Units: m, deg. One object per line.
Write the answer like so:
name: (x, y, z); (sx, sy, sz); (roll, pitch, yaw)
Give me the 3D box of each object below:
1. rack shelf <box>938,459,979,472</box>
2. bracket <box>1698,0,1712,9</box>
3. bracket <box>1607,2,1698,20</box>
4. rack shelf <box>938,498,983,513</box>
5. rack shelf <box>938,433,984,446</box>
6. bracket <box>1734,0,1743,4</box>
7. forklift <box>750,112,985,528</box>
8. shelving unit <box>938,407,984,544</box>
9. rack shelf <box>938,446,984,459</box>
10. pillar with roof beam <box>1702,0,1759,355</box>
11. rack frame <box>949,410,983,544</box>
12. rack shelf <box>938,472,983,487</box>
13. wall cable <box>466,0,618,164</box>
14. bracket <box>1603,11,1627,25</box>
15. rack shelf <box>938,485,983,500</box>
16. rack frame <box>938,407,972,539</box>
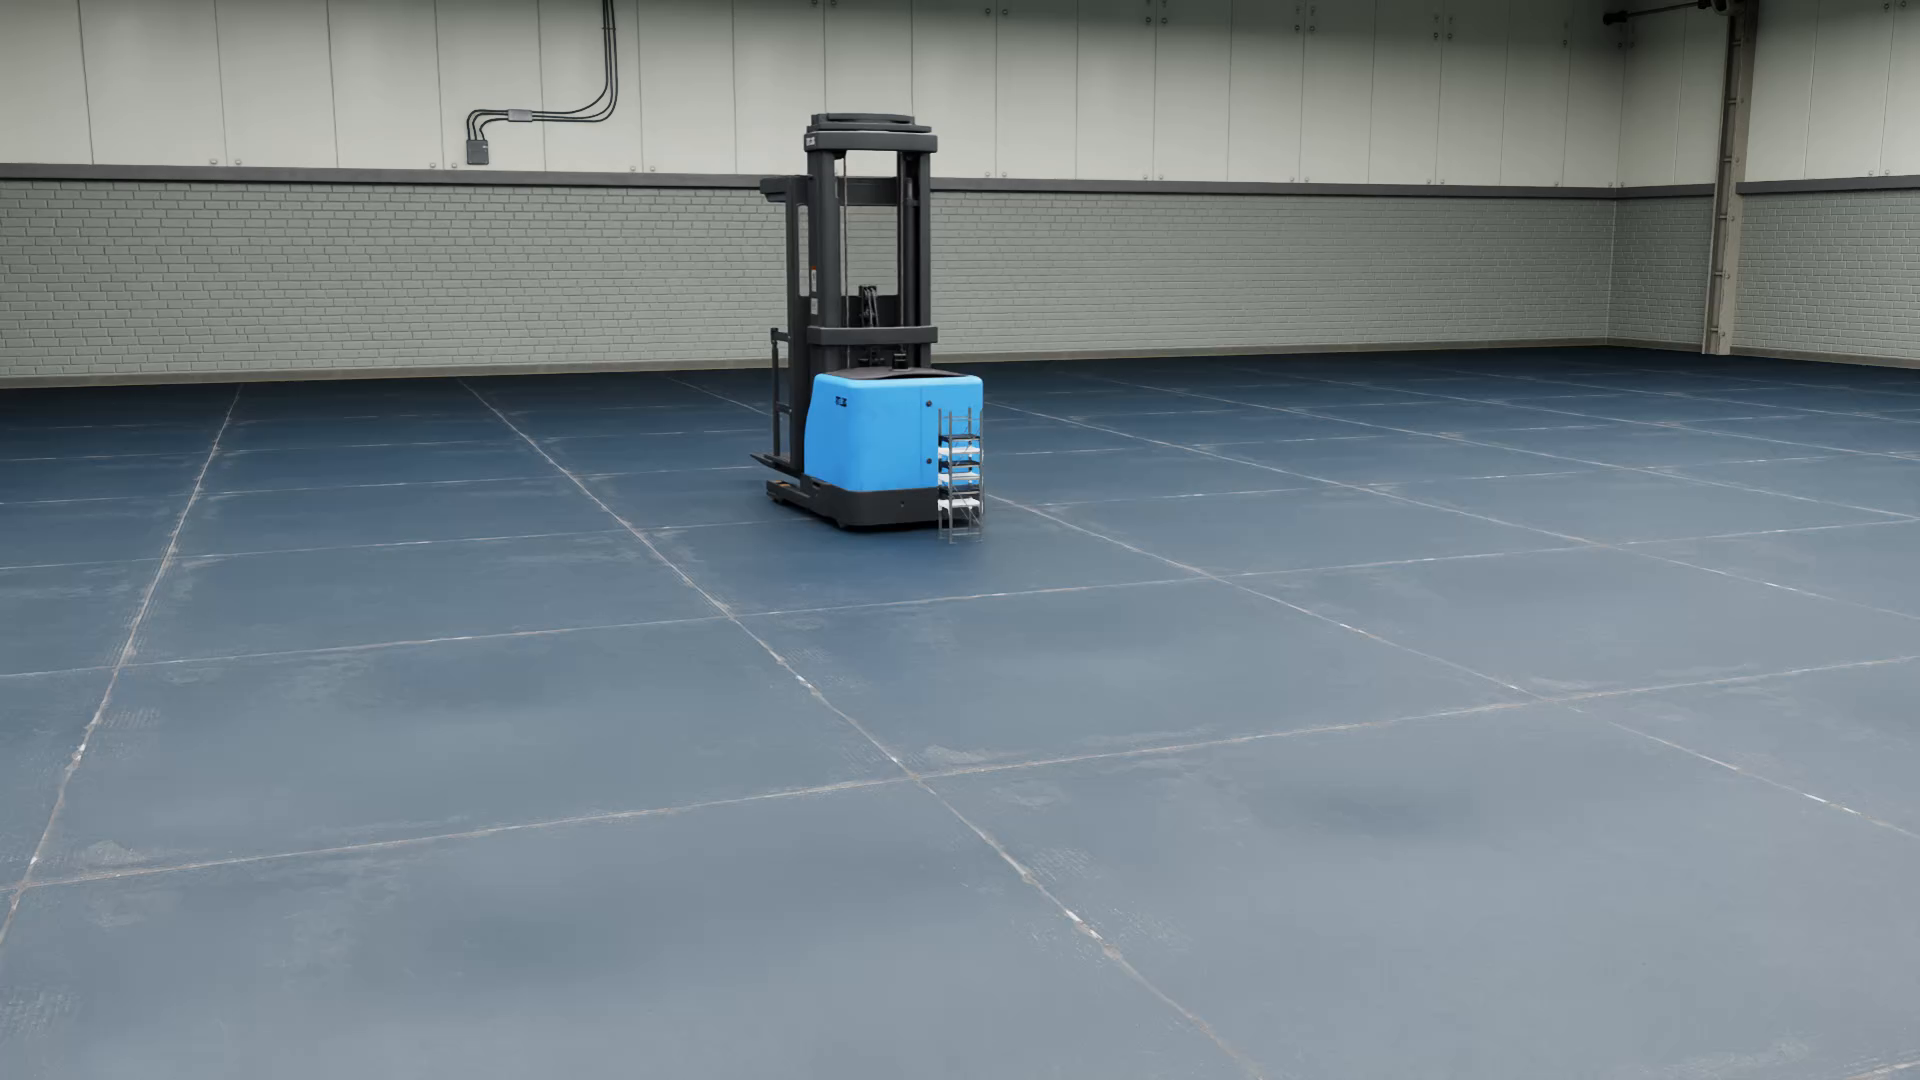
rack shelf: (0.003, -0.498, 11.324); (0.258, 0.077, 0.200); (-4, 11, -21)
bracket: (13.506, -9.687, 29.907); (0.235, 0.232, 0.430); (-4, 11, -21)
bracket: (12.861, -9.978, 31.540); (0.076, 0.066, 3.189); (-4, 11, -21)
rack shelf: (0.003, -0.232, 11.371); (0.258, 0.077, 0.200); (-4, 11, -21)
rack shelf: (0.003, -0.675, 11.292); (0.258, 0.077, 0.200); (-4, 11, -21)
bracket: (13.807, -9.552, 29.145); (0.235, 0.232, 0.430); (-4, 11, -21)
forklift: (-0.880, -1.744, 12.856); (1.130, 2.935, 3.031); (-4, 11, -24)
shelving unit: (0.003, -0.442, 11.334); (0.258, 0.900, 0.210); (-4, 11, -21)
rack shelf: (0.003, -0.586, 11.308); (0.258, 0.077, 0.200); (-4, 11, -21)
pillar with roof beam: (9.975, -7.597, 28.432); (9.100, 9.000, 0.548); (-4, 11, -21)
rack frame: (0.040, -0.425, 11.241); (0.240, 0.900, 0.006); (-4, 11, -21)
rack shelf: (0.003, -0.409, 11.340); (0.258, 0.077, 0.200); (-4, 11, -21)
wall cable: (-6.353, -8.710, 24.979); (2.305, 6.003, 0.169); (-4, 11, -21)
bracket: (12.647, -10.074, 32.082); (0.235, 0.232, 0.430); (-4, 11, -21)
rack shelf: (0.003, -0.320, 11.355); (0.258, 0.077, 0.200); (-4, 11, -21)
rack frame: (-0.034, -0.458, 11.427); (0.240, 0.900, 0.006); (-4, 11, -21)
